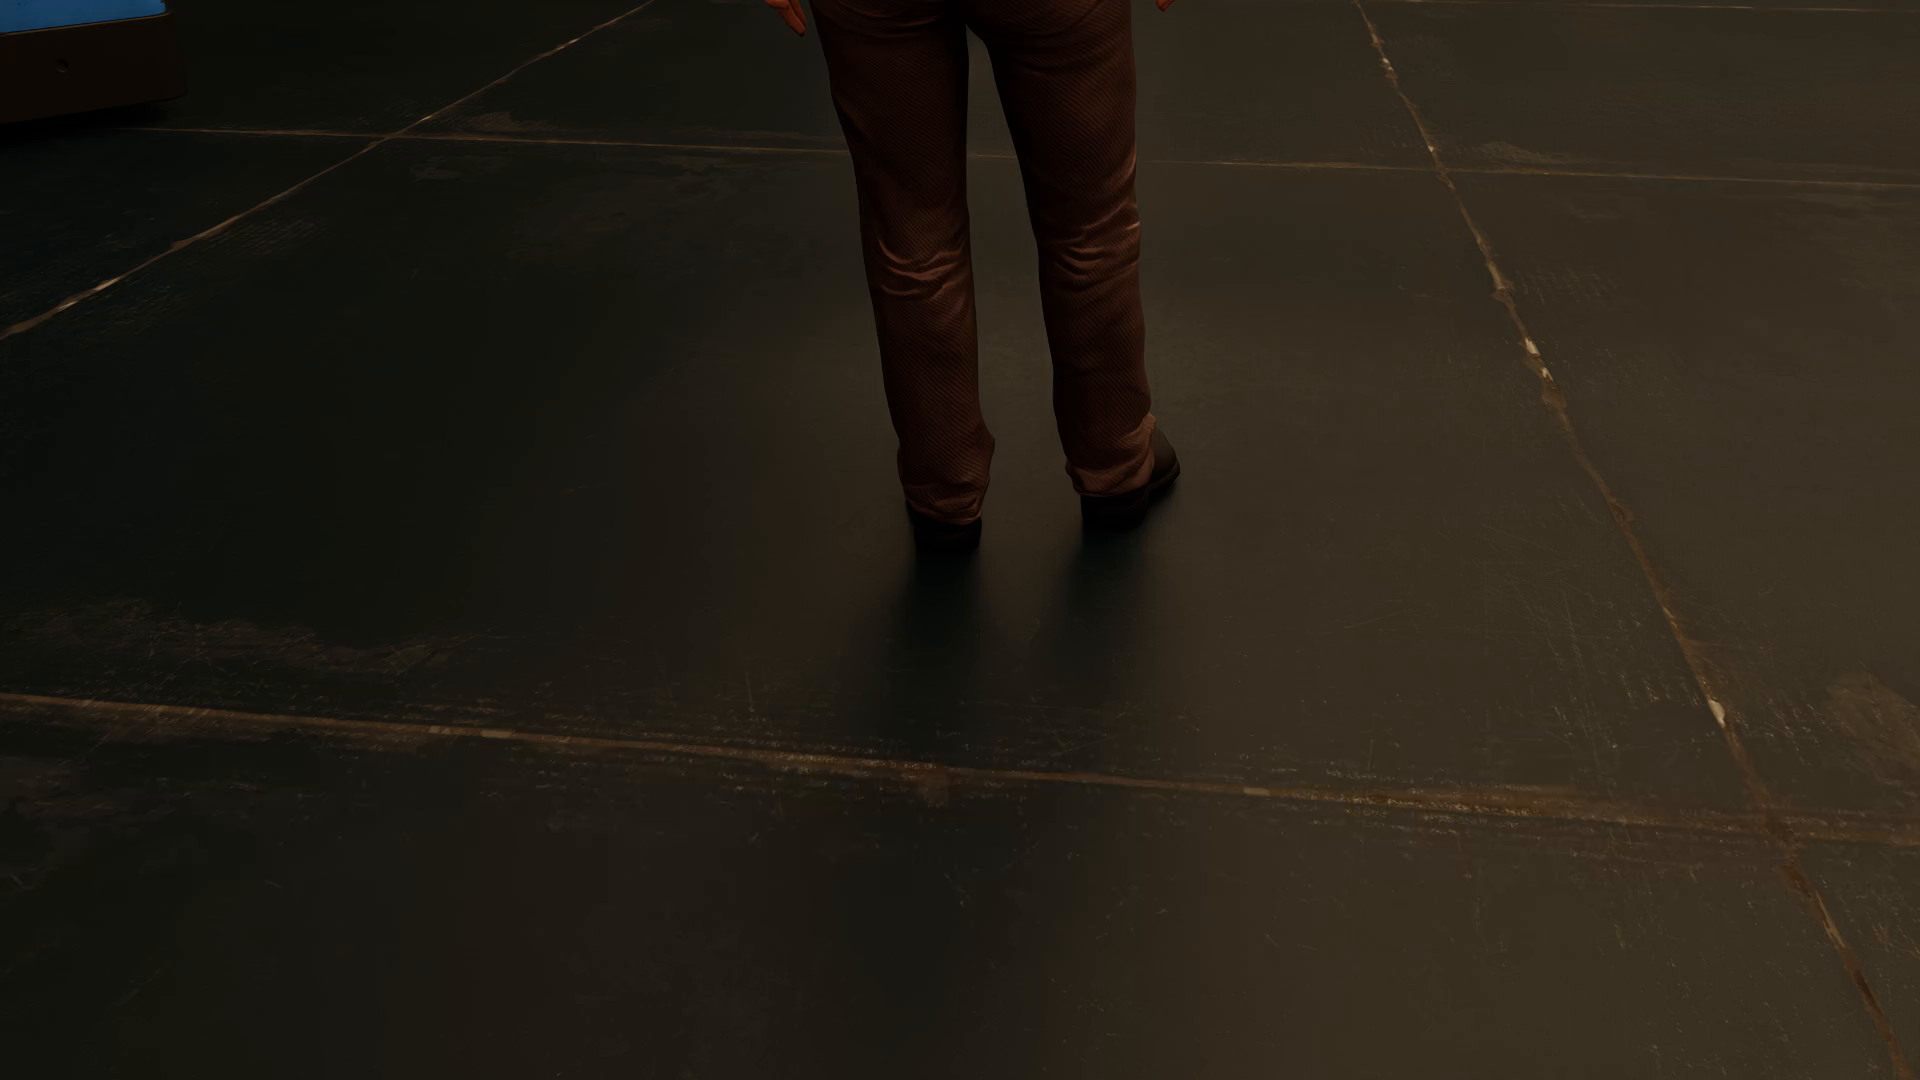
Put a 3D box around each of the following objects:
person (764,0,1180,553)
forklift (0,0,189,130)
[{"bbox_3d":[0.016,-0.808,2.174,0.633,1.722,0.551,3,27,7],"label":"person"},{"bbox_3d":[-3.763,-2.896,5.023,3.031,2.935,1.130,23,35,38],"label":"forklift"}]
